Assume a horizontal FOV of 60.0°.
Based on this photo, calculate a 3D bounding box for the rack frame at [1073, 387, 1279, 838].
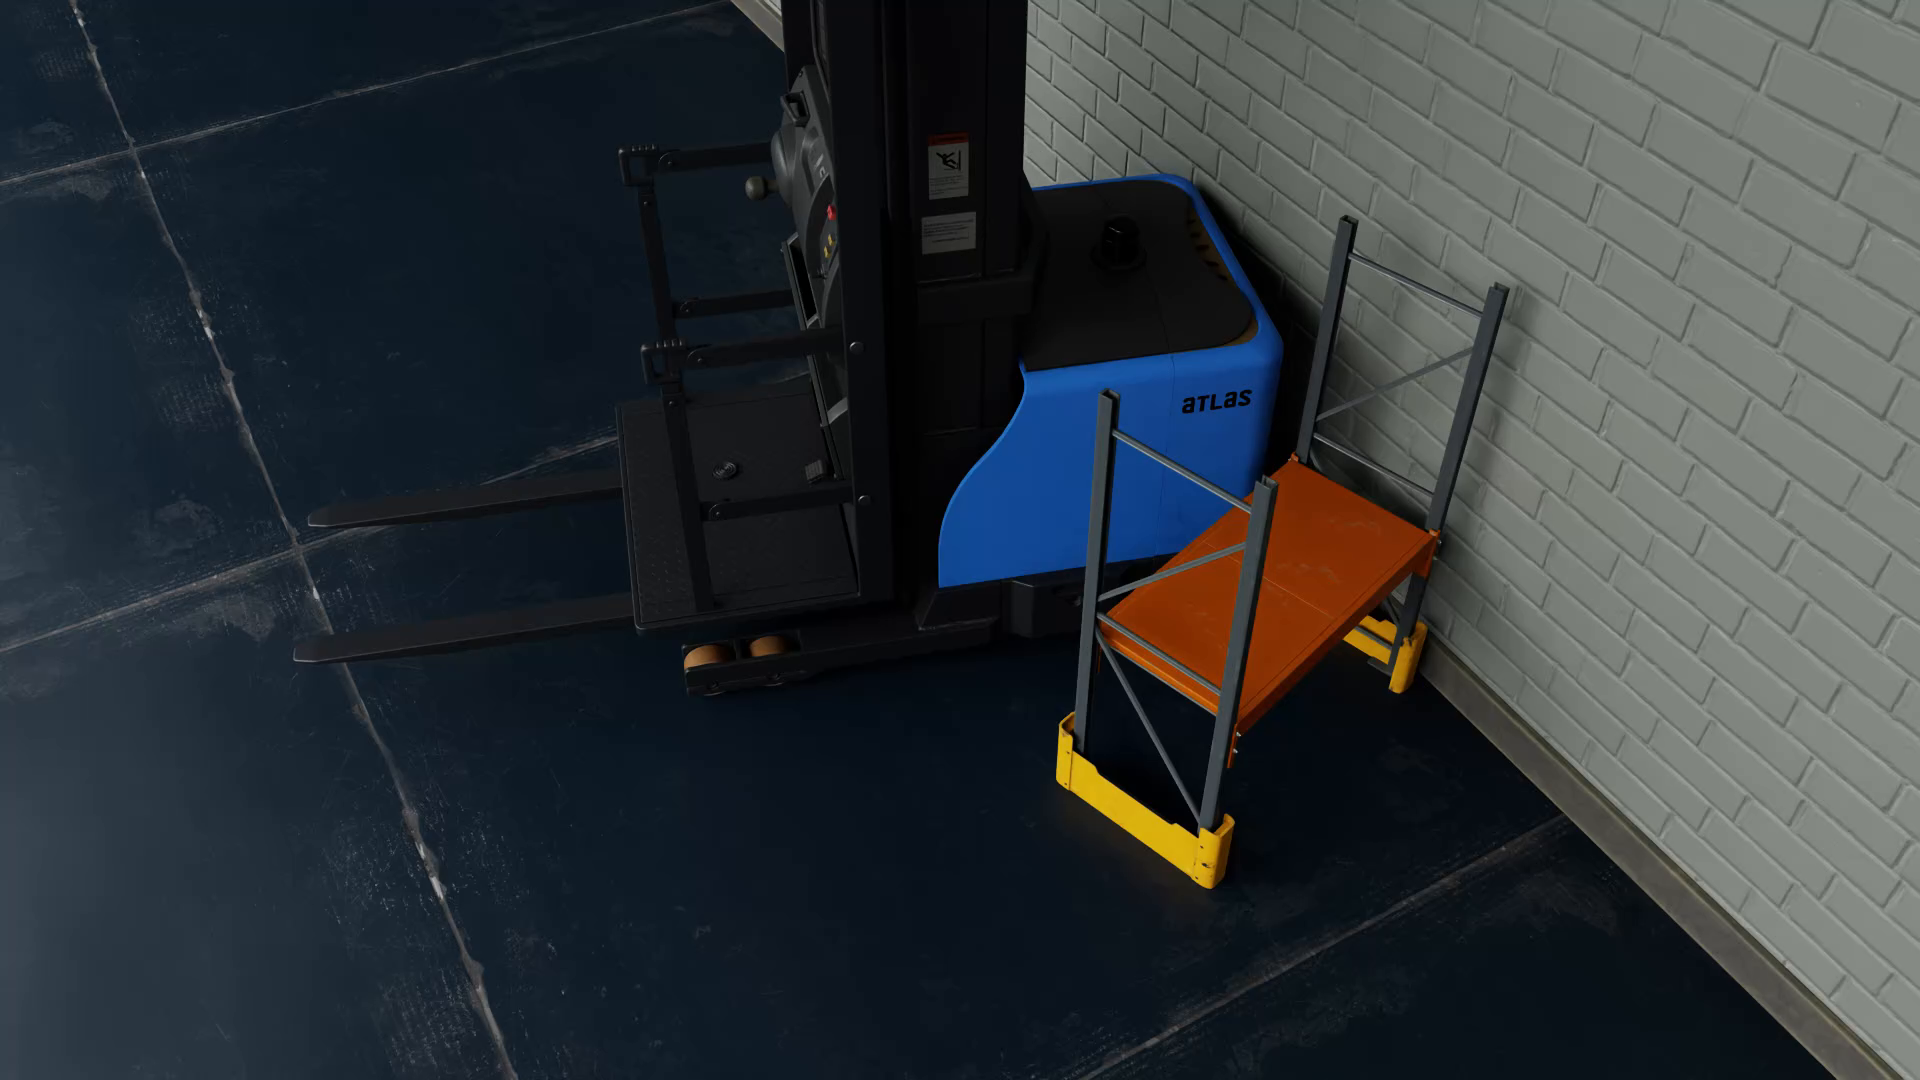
[{"bbox_3d":[0.523,0.300,4.364,0.500,1.500,0.032,33,53,29],"label":"rack frame"}]

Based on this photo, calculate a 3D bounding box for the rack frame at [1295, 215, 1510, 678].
[{"bbox_3d":[1.217,-0.218,4.897,0.500,1.500,0.032,33,53,29],"label":"rack frame"}]

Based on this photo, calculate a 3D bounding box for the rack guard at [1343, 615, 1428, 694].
[{"bbox_3d":[1.204,0.241,5.323,0.587,0.250,0.087,33,53,29],"label":"rack guard"}]

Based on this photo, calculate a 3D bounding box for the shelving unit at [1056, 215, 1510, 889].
[{"bbox_3d":[0.864,0.046,4.626,0.587,1.500,1.083,33,53,29],"label":"shelving unit"}]

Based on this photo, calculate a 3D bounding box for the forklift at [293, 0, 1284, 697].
[{"bbox_3d":[-0.611,-0.964,4.639,3.031,2.935,1.130,-8,45,-8],"label":"forklift"}]

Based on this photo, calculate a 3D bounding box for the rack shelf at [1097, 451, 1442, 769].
[{"bbox_3d":[0.870,0.170,4.756,0.538,0.185,1.000,33,53,29],"label":"rack shelf"}]

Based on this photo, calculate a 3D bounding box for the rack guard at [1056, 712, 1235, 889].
[{"bbox_3d":[0.524,0.748,4.800,0.587,0.250,0.087,33,53,29],"label":"rack guard"}]
